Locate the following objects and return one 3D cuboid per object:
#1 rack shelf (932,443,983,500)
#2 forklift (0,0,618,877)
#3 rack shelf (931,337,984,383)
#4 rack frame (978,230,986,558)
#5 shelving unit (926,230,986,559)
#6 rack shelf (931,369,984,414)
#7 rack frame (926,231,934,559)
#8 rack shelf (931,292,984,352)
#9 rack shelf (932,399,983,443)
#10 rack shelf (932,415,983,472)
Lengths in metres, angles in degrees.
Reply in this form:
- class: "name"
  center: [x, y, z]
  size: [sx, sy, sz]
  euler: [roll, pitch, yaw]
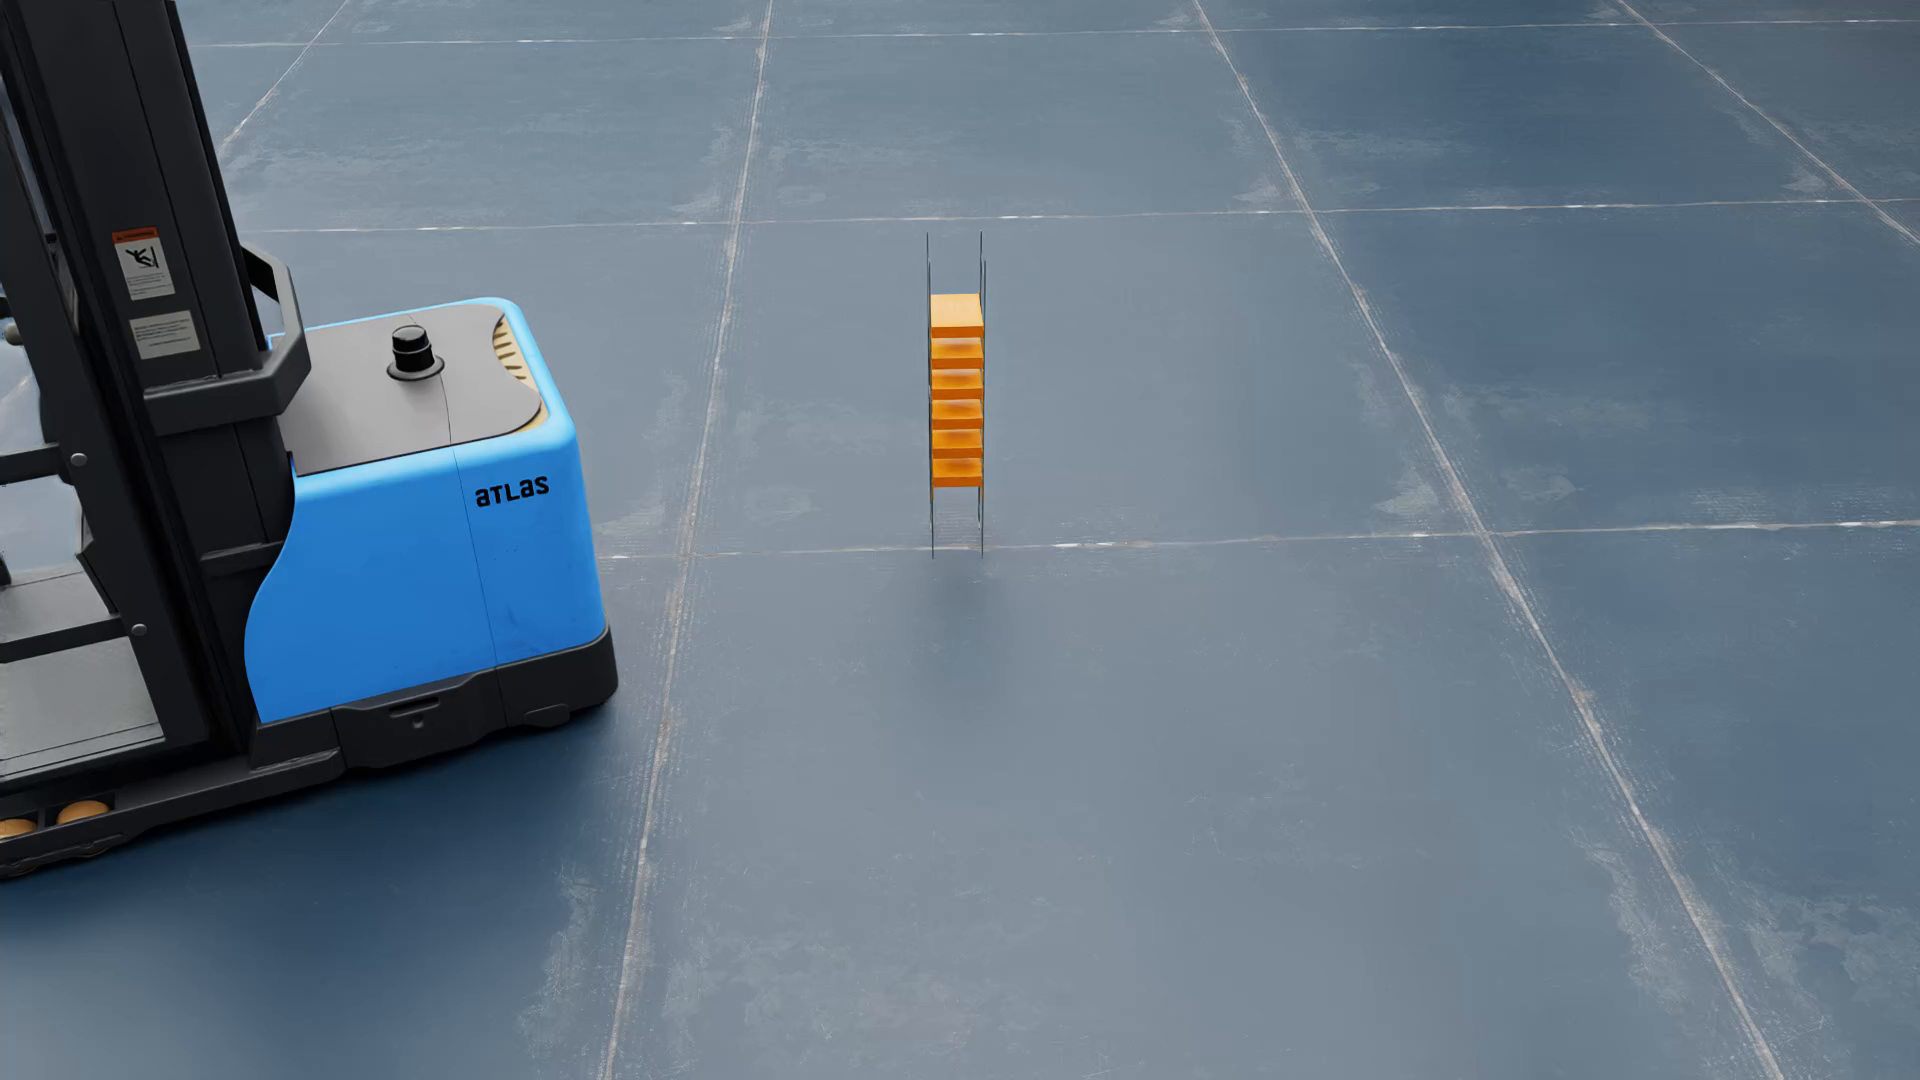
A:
- class: "rack shelf"
  center: [-0.014, -0.259, 6.070]
  size: [0.180, 0.103, 0.258]
  euler: [-2, 35, -2]
- class: "forklift"
  center: [-2.683, -0.570, 4.499]
  size: [3.031, 2.935, 1.130]
  euler: [-14, 37, -19]
- class: "rack shelf"
  center: [-0.014, -0.654, 5.797]
  size: [0.180, 0.103, 0.258]
  euler: [-2, 35, -2]
- class: "rack frame"
  center: [0.077, -0.495, 5.912]
  size: [0.006, 1.200, 0.240]
  euler: [-2, 35, -2]
- class: "shelving unit"
  center: [-0.014, -0.493, 5.908]
  size: [0.189, 1.200, 0.258]
  euler: [-2, 35, -2]
- class: "rack shelf"
  center: [-0.014, -0.555, 5.865]
  size: [0.180, 0.103, 0.258]
  euler: [-2, 35, -2]
- class: "rack frame"
  center: [-0.106, -0.491, 5.904]
  size: [0.006, 1.200, 0.240]
  euler: [-2, 35, -2]
- class: "rack shelf"
  center: [-0.014, -0.752, 5.728]
  size: [0.180, 0.103, 0.258]
  euler: [-2, 35, -2]
- class: "rack shelf"
  center: [-0.014, -0.456, 5.933]
  size: [0.180, 0.103, 0.258]
  euler: [-2, 35, -2]
- class: "rack shelf"
  center: [-0.014, -0.358, 6.002]
  size: [0.180, 0.103, 0.258]
  euler: [-2, 35, -2]
